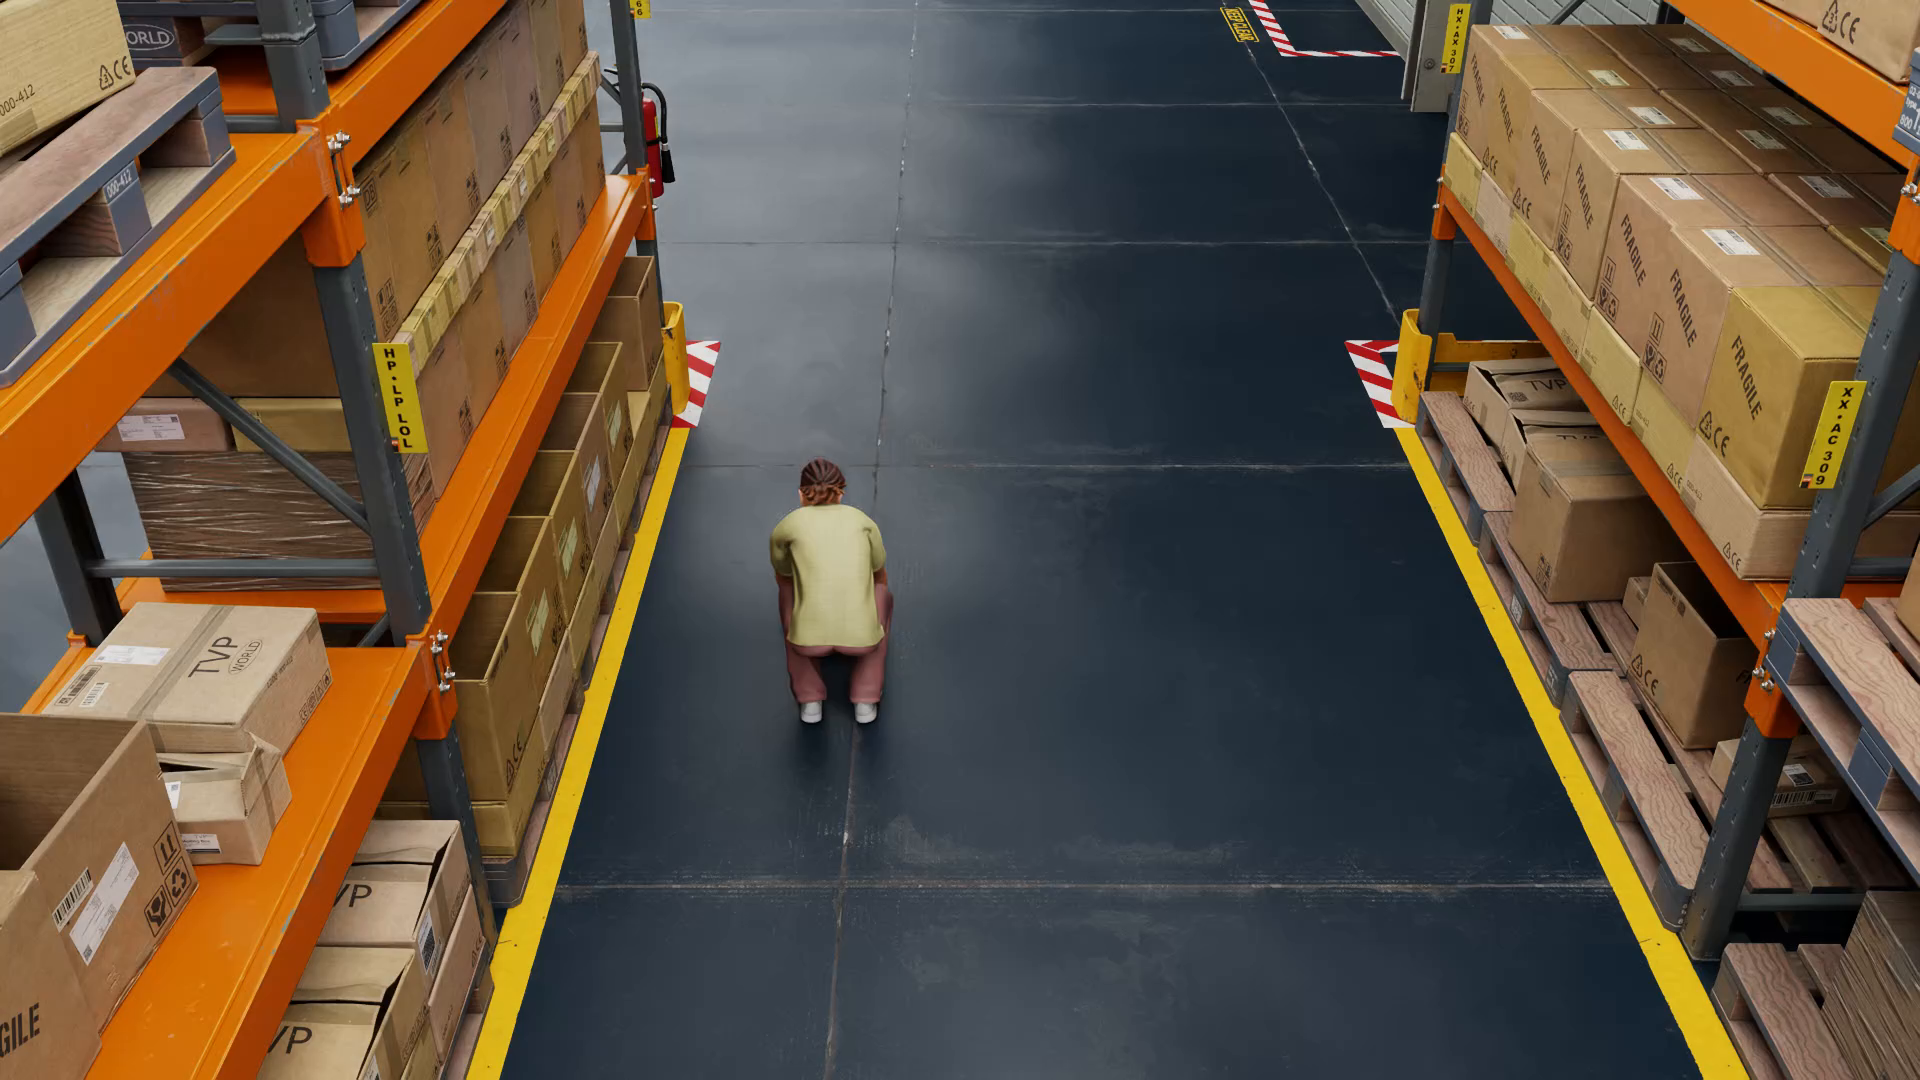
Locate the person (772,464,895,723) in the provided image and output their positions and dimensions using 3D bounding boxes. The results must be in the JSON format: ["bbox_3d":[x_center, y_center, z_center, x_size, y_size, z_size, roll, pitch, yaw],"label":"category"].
[{"bbox_3d":[-0.504,0.225,6.568,0.485,0.843,0.803,0,32,-1],"label":"person"}]
